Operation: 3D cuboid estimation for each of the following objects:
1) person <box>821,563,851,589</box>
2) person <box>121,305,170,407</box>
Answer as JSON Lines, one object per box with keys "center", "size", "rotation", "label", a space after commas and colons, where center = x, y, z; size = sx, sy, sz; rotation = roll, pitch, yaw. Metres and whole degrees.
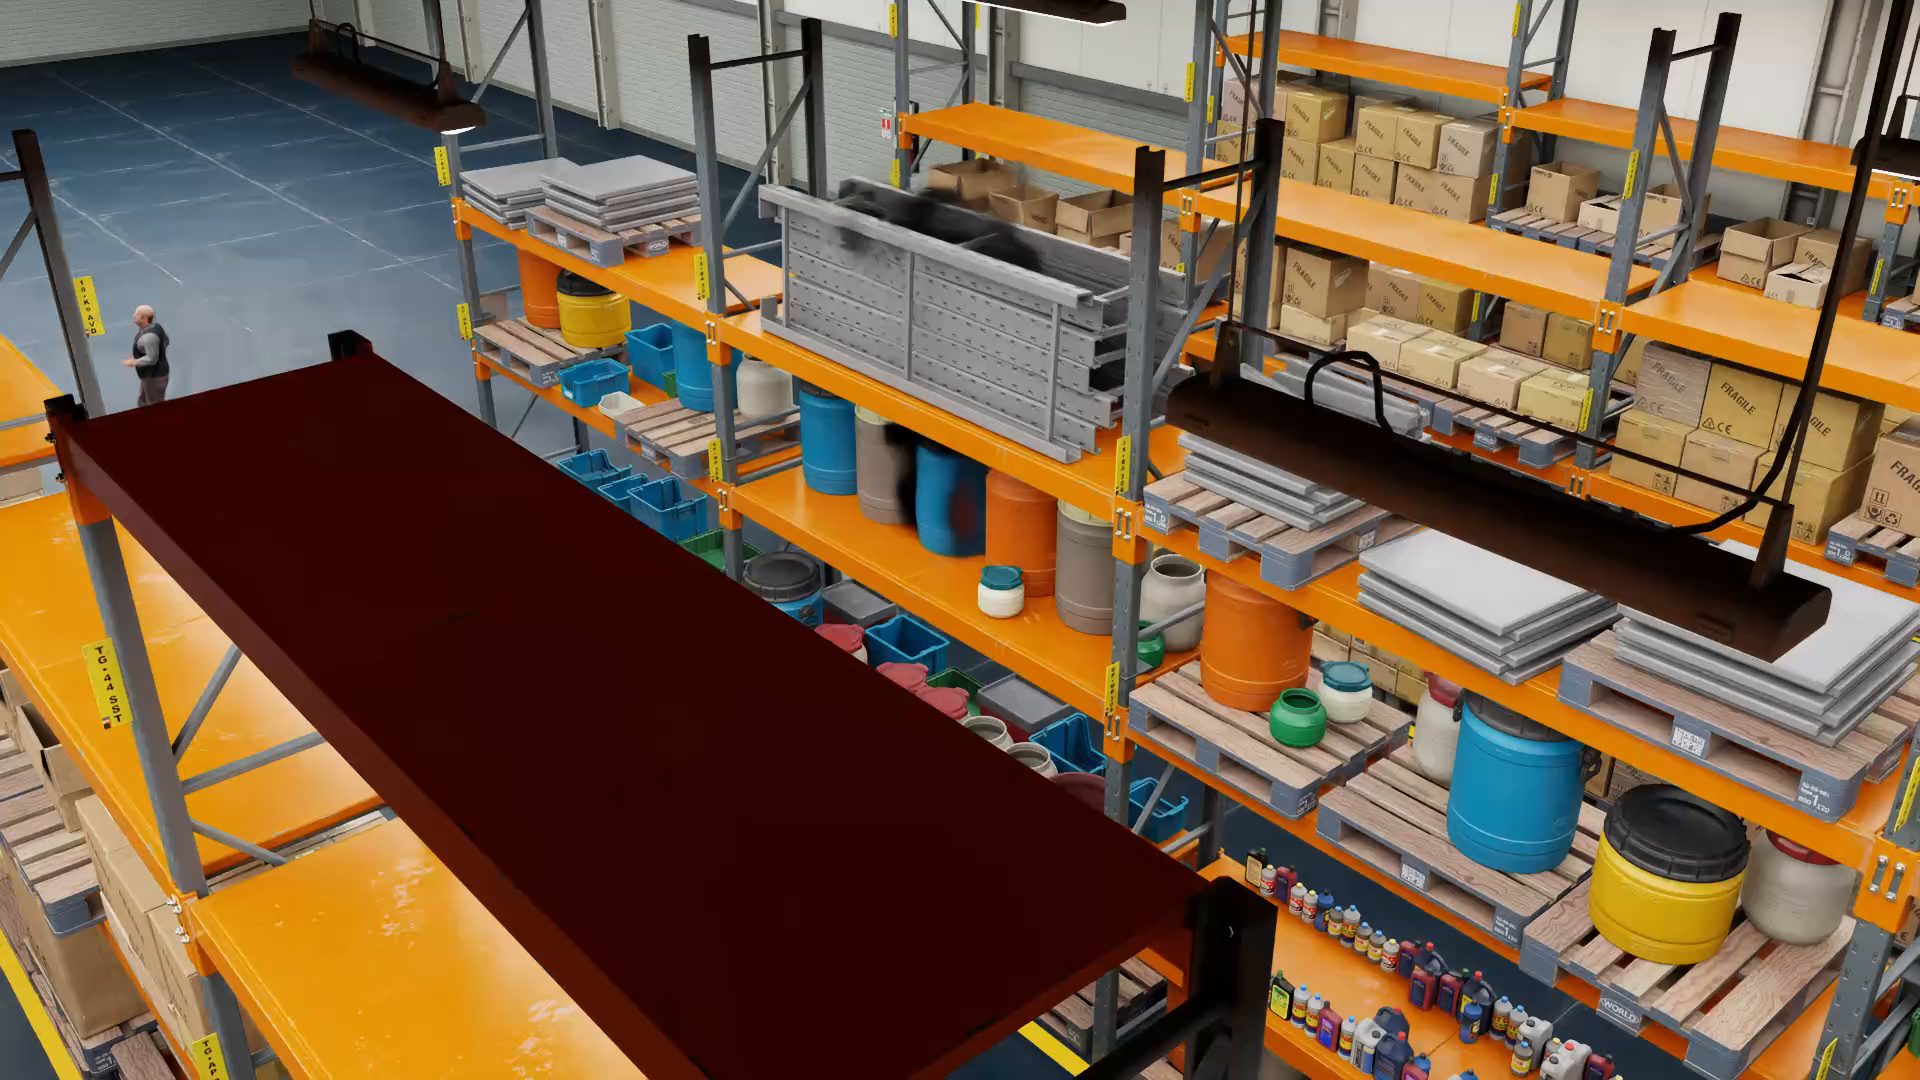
{"center": [-1.177, -0.179, 15.295], "size": [0.656, 1.812, 0.895], "rotation": [-24, 35, -39], "label": "person"}
{"center": [-9.432, -1.947, 19.545], "size": [0.803, 1.689, 0.668], "rotation": [-9, 28, -18], "label": "person"}
